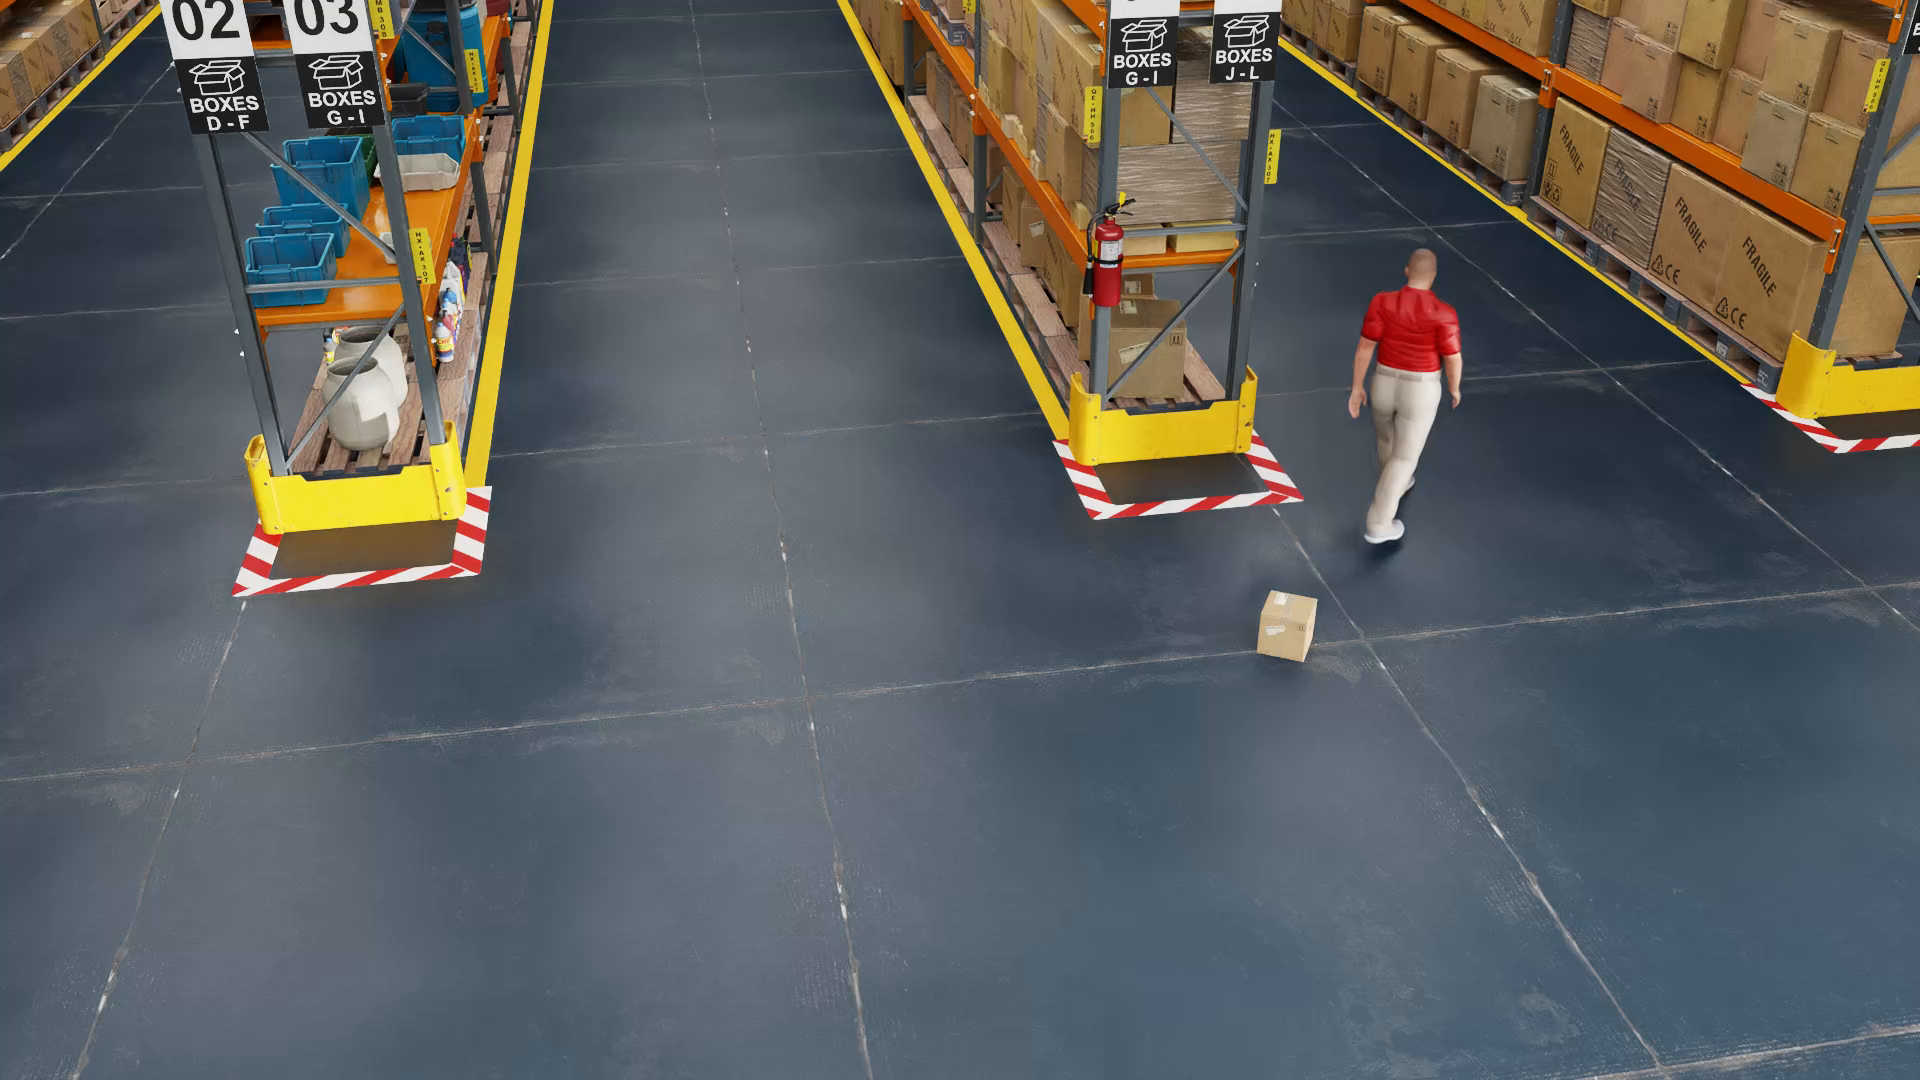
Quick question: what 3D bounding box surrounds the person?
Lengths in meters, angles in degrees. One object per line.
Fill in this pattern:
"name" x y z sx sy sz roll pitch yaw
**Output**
"person" 2.605 -0.886 9.640 0.558 1.685 0.971 21 36 31
